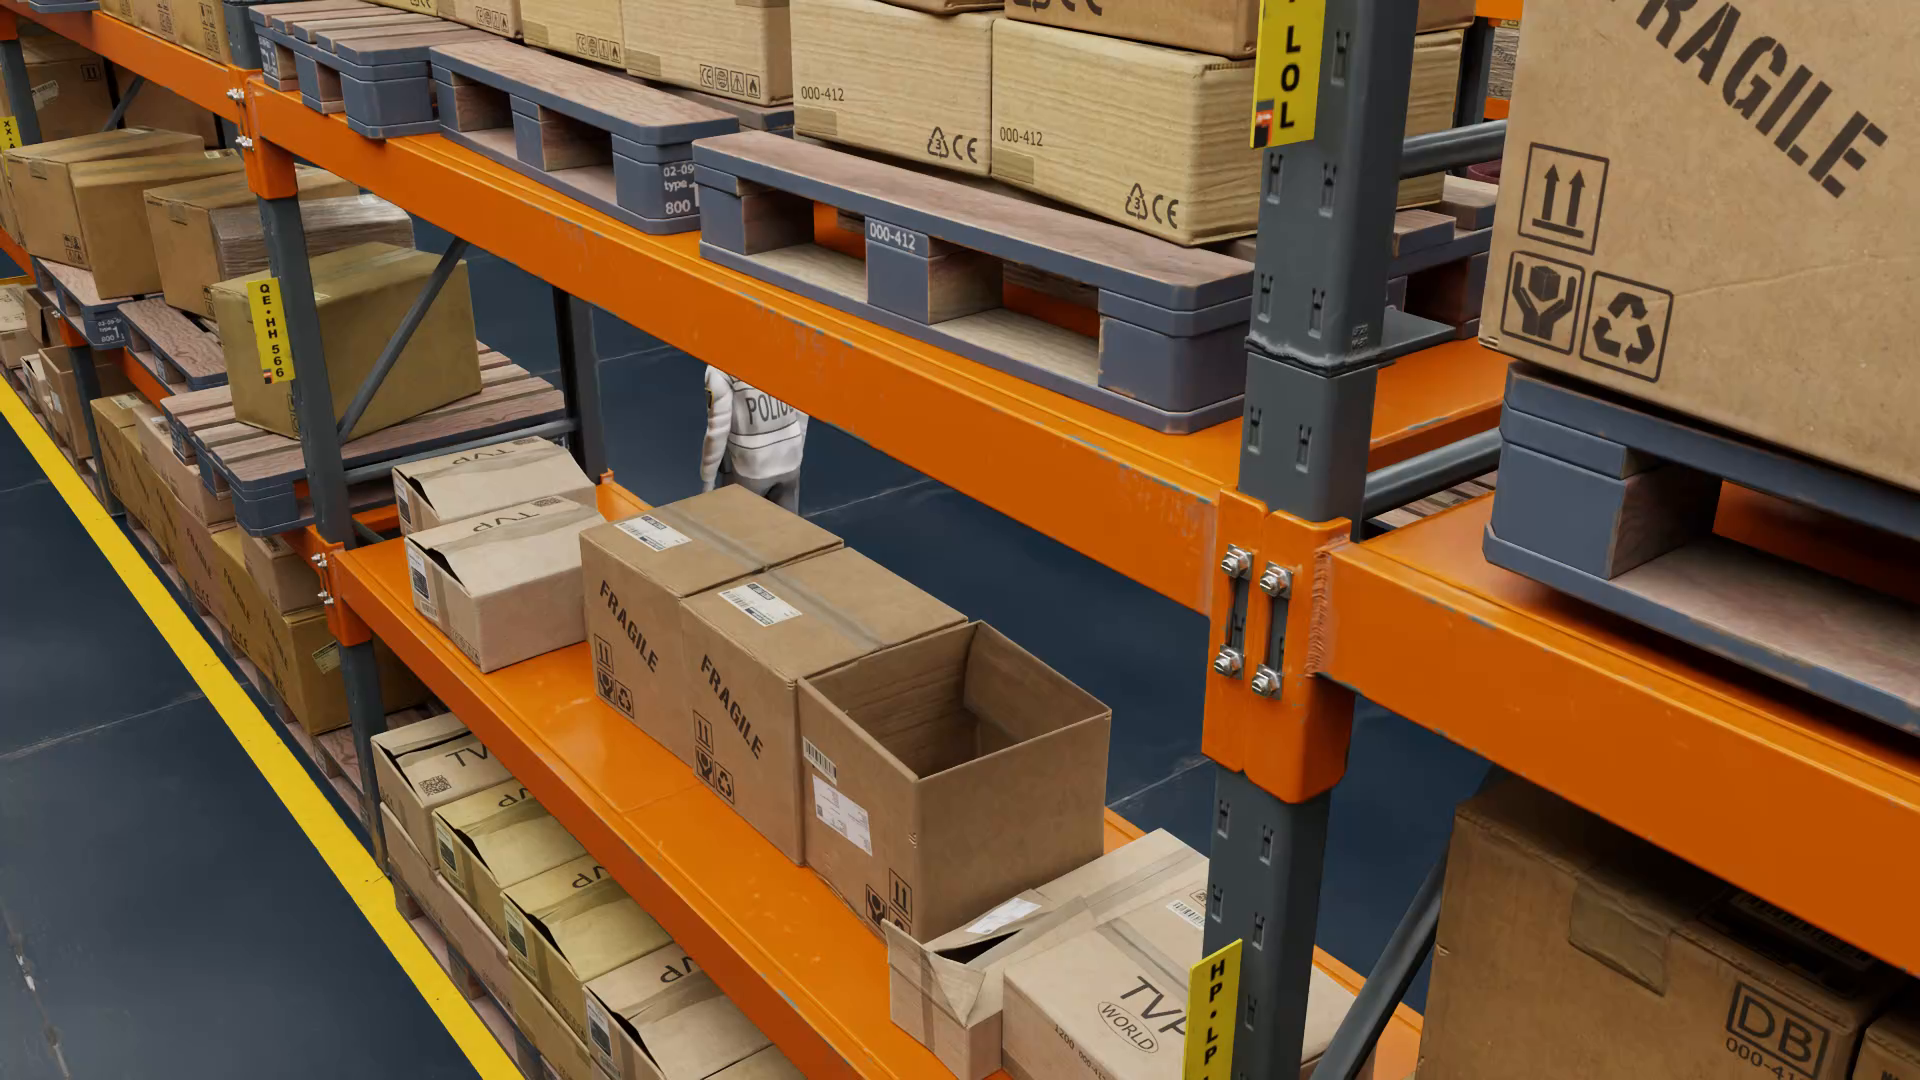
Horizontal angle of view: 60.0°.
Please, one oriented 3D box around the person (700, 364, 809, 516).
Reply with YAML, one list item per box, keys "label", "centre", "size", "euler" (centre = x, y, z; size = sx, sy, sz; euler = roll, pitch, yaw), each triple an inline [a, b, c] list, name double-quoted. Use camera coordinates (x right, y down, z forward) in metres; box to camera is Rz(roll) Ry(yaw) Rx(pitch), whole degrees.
- label: "person"
  centre: [-0.902, -0.320, 7.288]
  size: [0.546, 1.667, 0.407]
  euler: [-20, 32, -36]
